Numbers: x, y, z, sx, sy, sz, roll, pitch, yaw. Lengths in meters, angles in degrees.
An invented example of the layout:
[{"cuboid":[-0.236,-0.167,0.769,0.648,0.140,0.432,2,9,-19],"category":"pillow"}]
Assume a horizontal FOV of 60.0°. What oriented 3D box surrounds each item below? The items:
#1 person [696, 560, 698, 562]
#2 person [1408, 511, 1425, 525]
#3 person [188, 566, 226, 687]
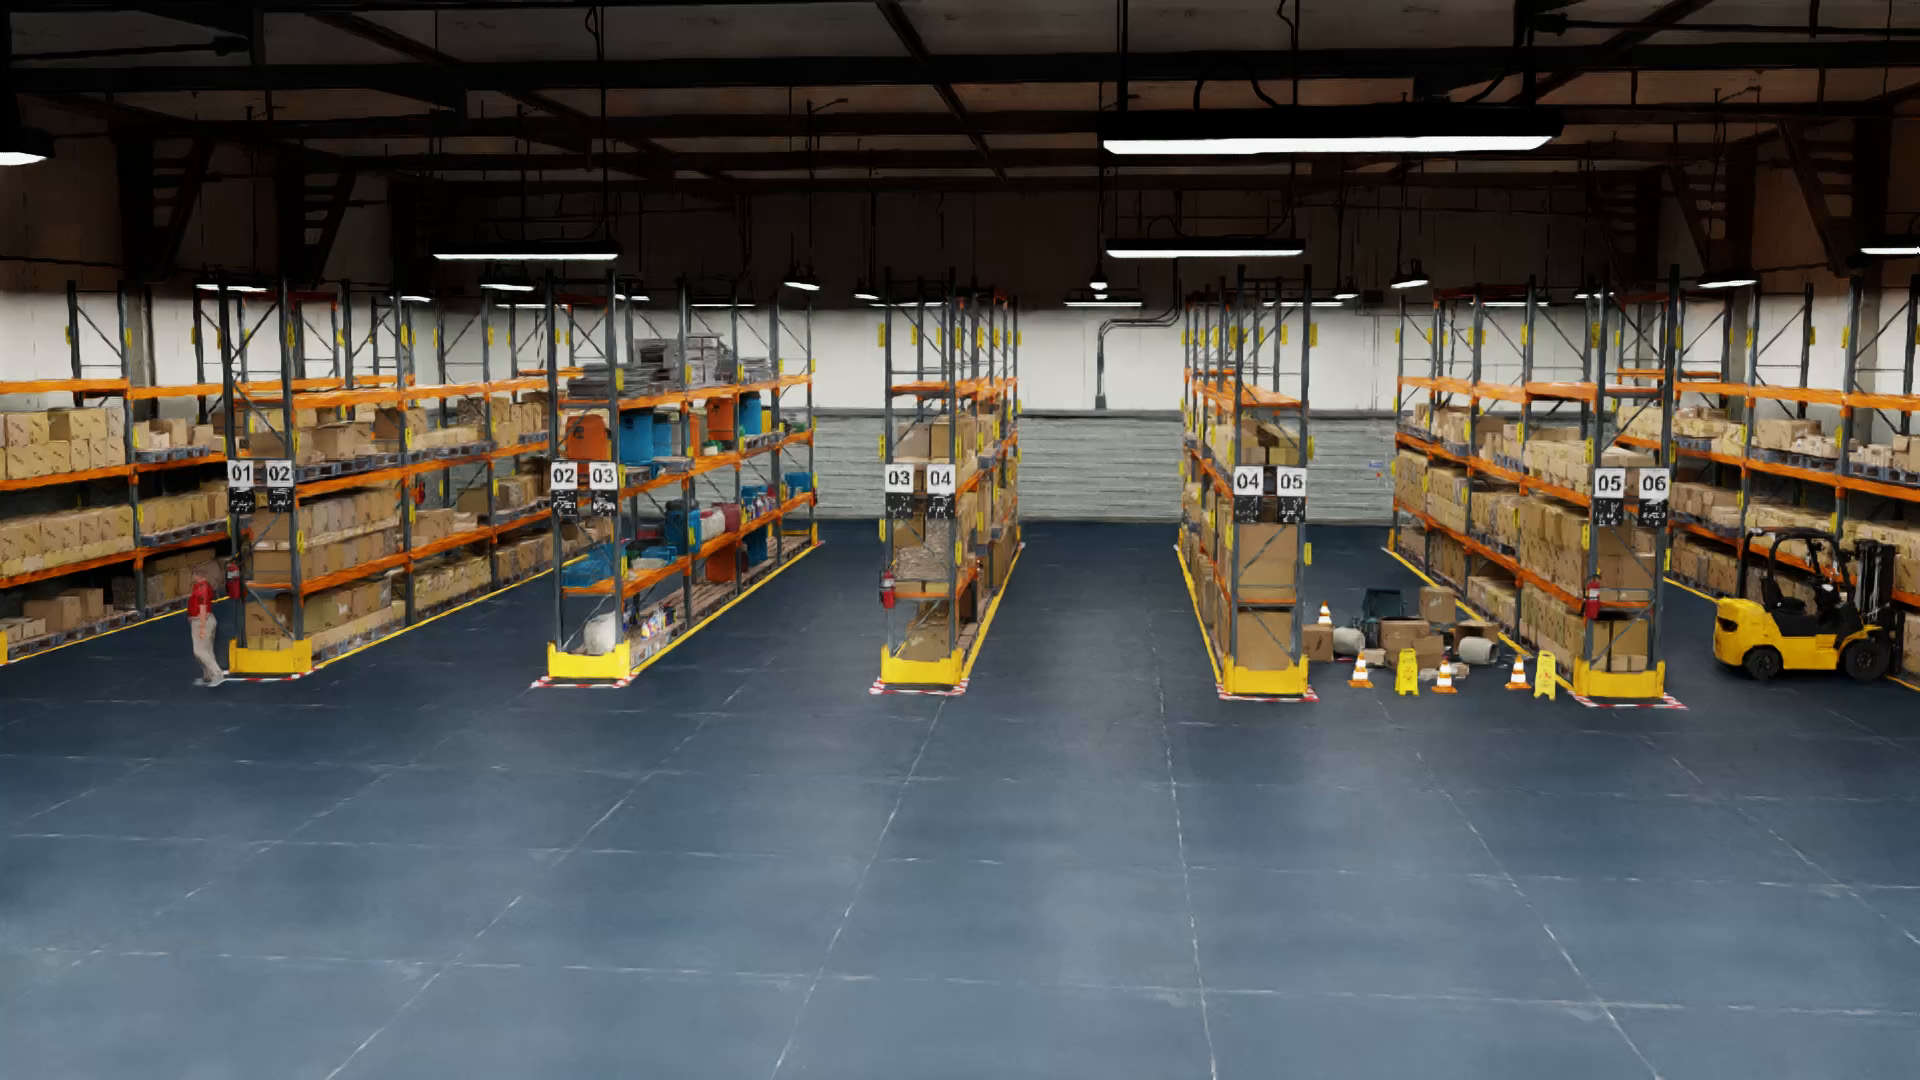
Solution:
[{"cuboid":[-6.016,-0.368,37.285,0.409,1.677,0.532,-3,8,-25],"category":"person"},{"cuboid":[11.442,-0.907,41.475,0.553,1.781,0.646,-3,8,-24],"category":"person"},{"cuboid":[-10.887,1.242,24.008,0.480,1.723,0.697,-2,7,-13],"category":"person"}]
